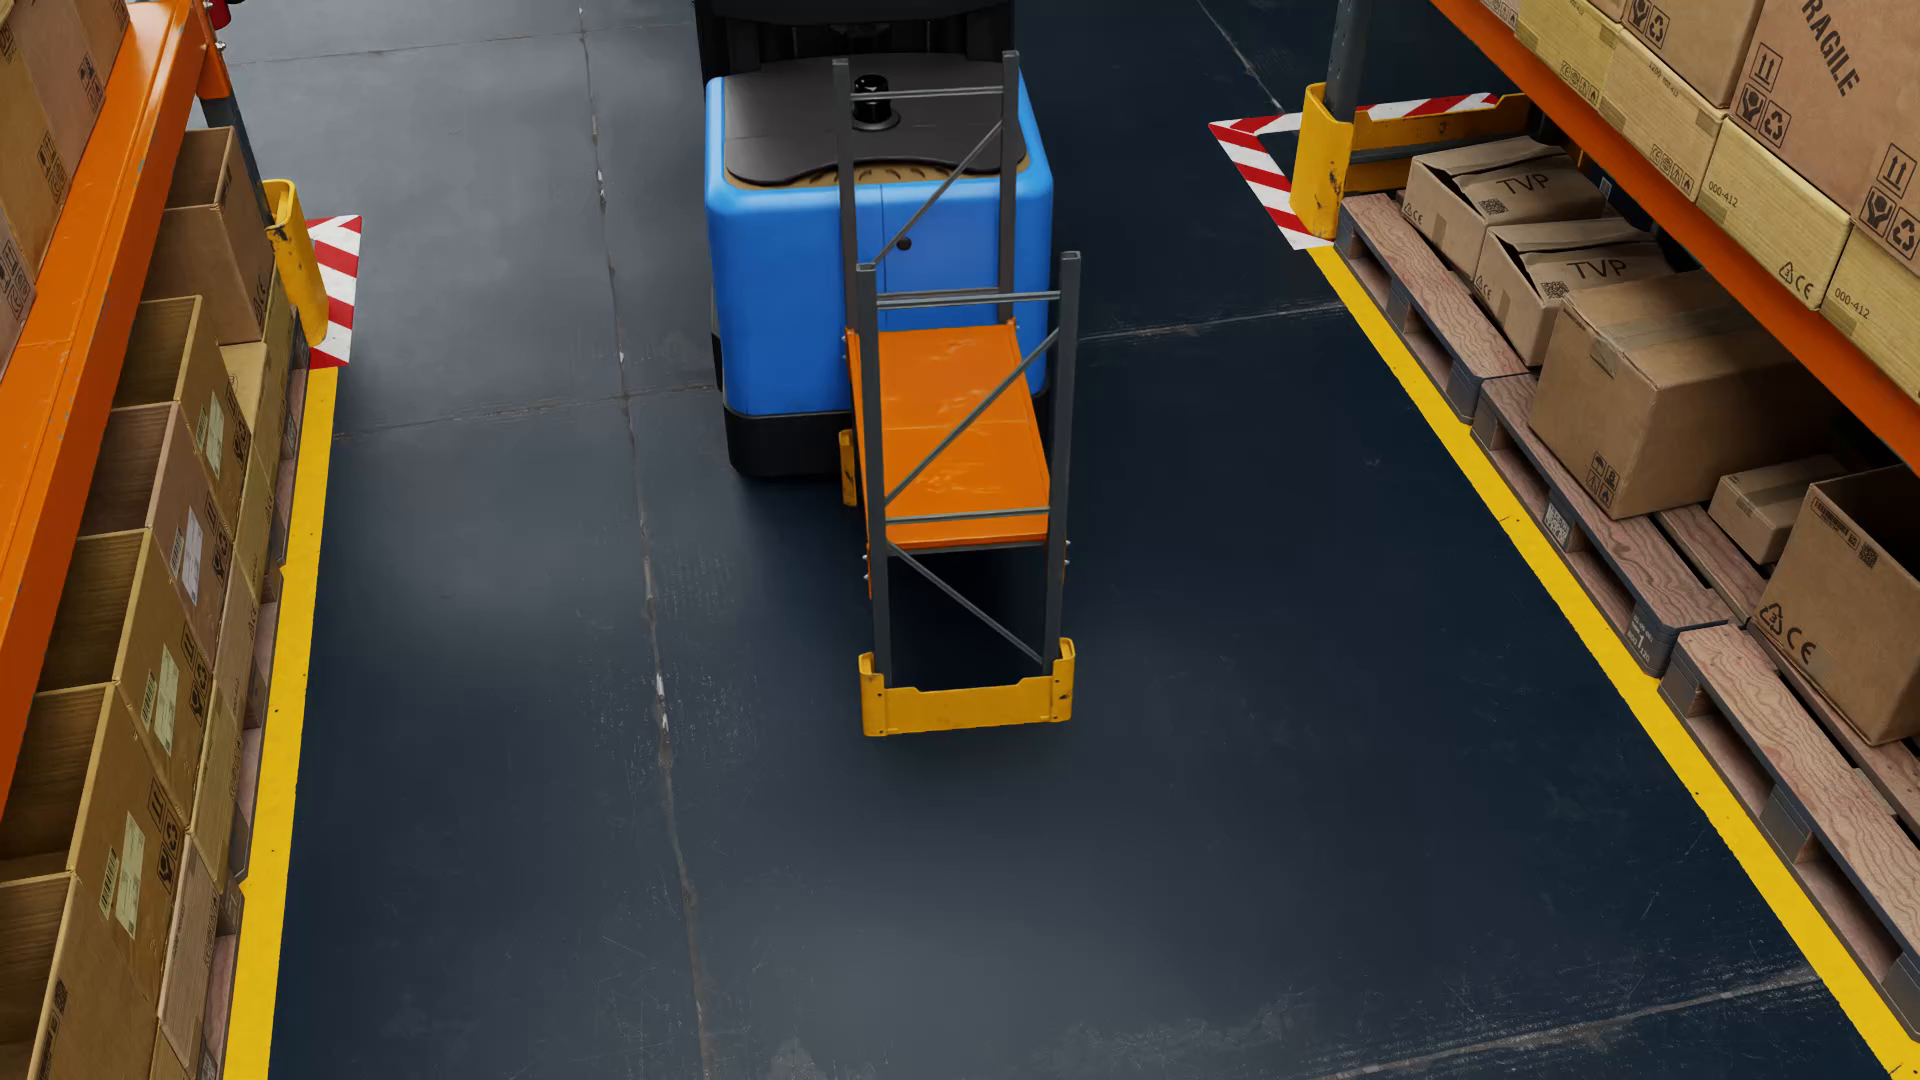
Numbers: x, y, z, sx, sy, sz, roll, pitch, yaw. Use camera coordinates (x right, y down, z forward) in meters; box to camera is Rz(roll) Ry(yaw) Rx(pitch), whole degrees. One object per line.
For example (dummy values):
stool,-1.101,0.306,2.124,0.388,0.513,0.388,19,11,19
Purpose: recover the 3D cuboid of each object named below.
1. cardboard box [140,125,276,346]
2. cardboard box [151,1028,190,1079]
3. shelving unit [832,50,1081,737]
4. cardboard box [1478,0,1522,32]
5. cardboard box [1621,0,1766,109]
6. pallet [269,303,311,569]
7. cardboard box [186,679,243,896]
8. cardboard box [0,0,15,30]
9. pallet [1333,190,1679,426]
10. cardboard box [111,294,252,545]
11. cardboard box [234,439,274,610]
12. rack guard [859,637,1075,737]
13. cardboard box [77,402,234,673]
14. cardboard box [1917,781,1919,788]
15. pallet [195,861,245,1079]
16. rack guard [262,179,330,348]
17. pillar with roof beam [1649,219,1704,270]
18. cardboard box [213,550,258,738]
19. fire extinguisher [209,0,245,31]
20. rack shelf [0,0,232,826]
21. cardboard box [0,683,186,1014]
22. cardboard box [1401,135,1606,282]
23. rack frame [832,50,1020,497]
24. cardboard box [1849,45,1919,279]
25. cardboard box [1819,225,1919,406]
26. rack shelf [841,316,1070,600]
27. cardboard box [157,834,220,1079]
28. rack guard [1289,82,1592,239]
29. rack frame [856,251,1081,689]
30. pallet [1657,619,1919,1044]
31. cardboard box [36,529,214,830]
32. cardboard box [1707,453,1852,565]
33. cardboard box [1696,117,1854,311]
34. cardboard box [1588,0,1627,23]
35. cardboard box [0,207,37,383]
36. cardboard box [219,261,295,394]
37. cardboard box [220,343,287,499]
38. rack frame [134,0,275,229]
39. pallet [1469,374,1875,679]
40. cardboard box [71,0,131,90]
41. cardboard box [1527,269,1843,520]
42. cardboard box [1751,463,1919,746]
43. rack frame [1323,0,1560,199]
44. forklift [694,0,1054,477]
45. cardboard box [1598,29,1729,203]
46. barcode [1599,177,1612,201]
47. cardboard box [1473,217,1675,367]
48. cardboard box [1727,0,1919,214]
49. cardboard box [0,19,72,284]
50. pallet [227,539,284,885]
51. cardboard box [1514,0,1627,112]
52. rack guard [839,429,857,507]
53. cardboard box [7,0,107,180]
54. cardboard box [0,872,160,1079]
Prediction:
cardboard box,-2.505,-0.941,5.241,0.500,0.500,0.500,-8,42,-9
cardboard box,-1.852,1.283,3.300,0.500,0.250,0.500,-8,42,-9
shelving unit,-0.034,-0.388,4.557,0.587,1.500,1.083,-4,42,-5
cardboard box,1.846,-1.804,5.121,0.500,0.250,0.500,-10,42,-11
cardboard box,2.060,-1.438,4.144,0.500,0.500,0.500,-7,42,-8
pallet,-2.705,-0.305,5.434,1.003,0.211,1.213,-8,42,-9
cardboard box,-2.058,0.633,4.032,0.500,0.250,0.500,-8,42,-9
cardboard box,-2.420,-1.228,3.810,0.380,0.149,0.250,-7,42,-8
pallet,2.082,-0.926,6.134,1.003,0.211,1.213,-8,42,-9
cardboard box,-2.275,-0.295,4.513,0.500,0.500,0.500,-8,42,-9
cardboard box,-2.277,-0.014,4.762,0.500,0.250,0.500,-8,42,-9
rack guard,0.019,0.409,4.601,0.587,0.250,0.087,-4,42,-5
cardboard box,-2.168,0.029,4.148,0.500,0.500,0.500,-8,42,-9
cardboard box,2.644,0.596,4.122,0.380,0.166,0.250,-14,43,-15
pallet,-2.178,1.277,3.652,1.003,0.211,1.213,-8,42,-9
rack guard,-2.916,-0.918,5.907,1.175,0.500,0.348,-8,42,-9
pillar with roof beam,-1.283,-3.846,2.804,9.100,9.000,0.400,-8,42,-9
cardboard box,-2.171,0.310,4.396,0.500,0.250,0.500,-8,42,-9
fire extinguisher,-2.483,-1.951,5.247,0.296,0.674,0.183,-8,42,-9
rack shelf,-2.479,-0.272,3.838,1.077,0.370,4.000,-8,42,-9
cardboard box,-1.958,0.678,3.417,0.500,0.500,0.500,-8,42,-9
cardboard box,1.987,-1.247,6.089,0.500,0.311,0.500,-13,43,-14
rack frame,-0.090,-0.729,4.941,0.500,1.500,0.032,-4,42,-5
cardboard box,2.271,-0.773,3.395,0.500,0.500,0.500,-9,42,-10
cardboard box,2.291,-0.496,3.647,0.500,0.250,0.500,-8,42,-9
rack shelf,-0.035,-0.259,4.683,0.538,0.185,1.000,-4,42,-5
cardboard box,-1.955,0.958,3.666,0.500,0.250,0.500,-8,42,-9
rack guard,1.941,-1.565,6.637,1.175,0.500,0.348,-8,42,-9
rack frame,0.020,-0.058,4.186,0.500,1.500,0.032,-4,42,-5
pallet,2.609,0.656,4.352,1.003,0.211,1.213,-8,42,-9
cardboard box,-2.058,0.353,3.783,0.500,0.500,0.500,-8,42,-9
cardboard box,2.463,-0.094,4.913,0.380,0.149,0.250,-12,43,-13
cardboard box,2.167,-0.819,4.012,0.500,0.250,0.500,-9,42,-10
cardboard box,1.937,-1.771,4.519,0.500,0.500,0.500,-10,42,-11
cardboard box,-2.486,-0.567,3.554,0.700,0.500,0.500,-7,42,-8
cardboard box,-2.507,-0.661,5.490,0.500,0.250,0.500,-8,42,-9
cardboard box,-2.387,-0.338,5.126,0.500,0.250,0.500,-8,42,-9
rack frame,-2.911,-1.837,5.060,1.000,3.000,0.127,-8,42,-9
pallet,2.342,-0.136,5.245,1.003,0.211,1.213,-8,42,-9
cardboard box,-2.823,-1.570,4.684,0.700,0.500,0.500,-8,42,-9
cardboard box,2.219,-0.465,5.066,0.700,0.500,0.500,-11,43,-12
cardboard box,2.525,0.147,4.377,0.500,0.500,0.500,-11,43,-12
rack frame,1.925,-2.549,5.862,1.000,3.000,0.127,-8,42,-9
forklift,-0.384,-2.275,5.605,1.130,2.935,3.031,-4,42,-5
cardboard box,2.057,-1.145,4.379,0.500,0.250,0.500,-8,42,-9
barcode,2.381,-1.296,6.137,0.001,0.075,0.075,-8,42,-9
cardboard box,2.110,-0.877,5.673,0.500,0.311,0.500,-5,42,-6
cardboard box,2.173,-1.101,3.764,0.500,0.500,0.500,-9,42,-11
cardboard box,-2.603,-0.908,3.938,0.700,0.500,0.500,-8,42,-9
pallet,-2.445,0.485,4.545,1.003,0.211,1.213,-8,42,-9
cardboard box,1.951,-1.473,4.748,0.500,0.250,0.500,-9,42,-10
rack guard,-0.088,-0.249,5.342,0.587,0.250,0.087,-4,42,-5
cardboard box,-2.705,-1.230,4.301,0.700,0.500,0.500,-7,42,-8
cardboard box,-1.842,1.001,3.053,0.500,0.500,0.500,-8,42,-9
